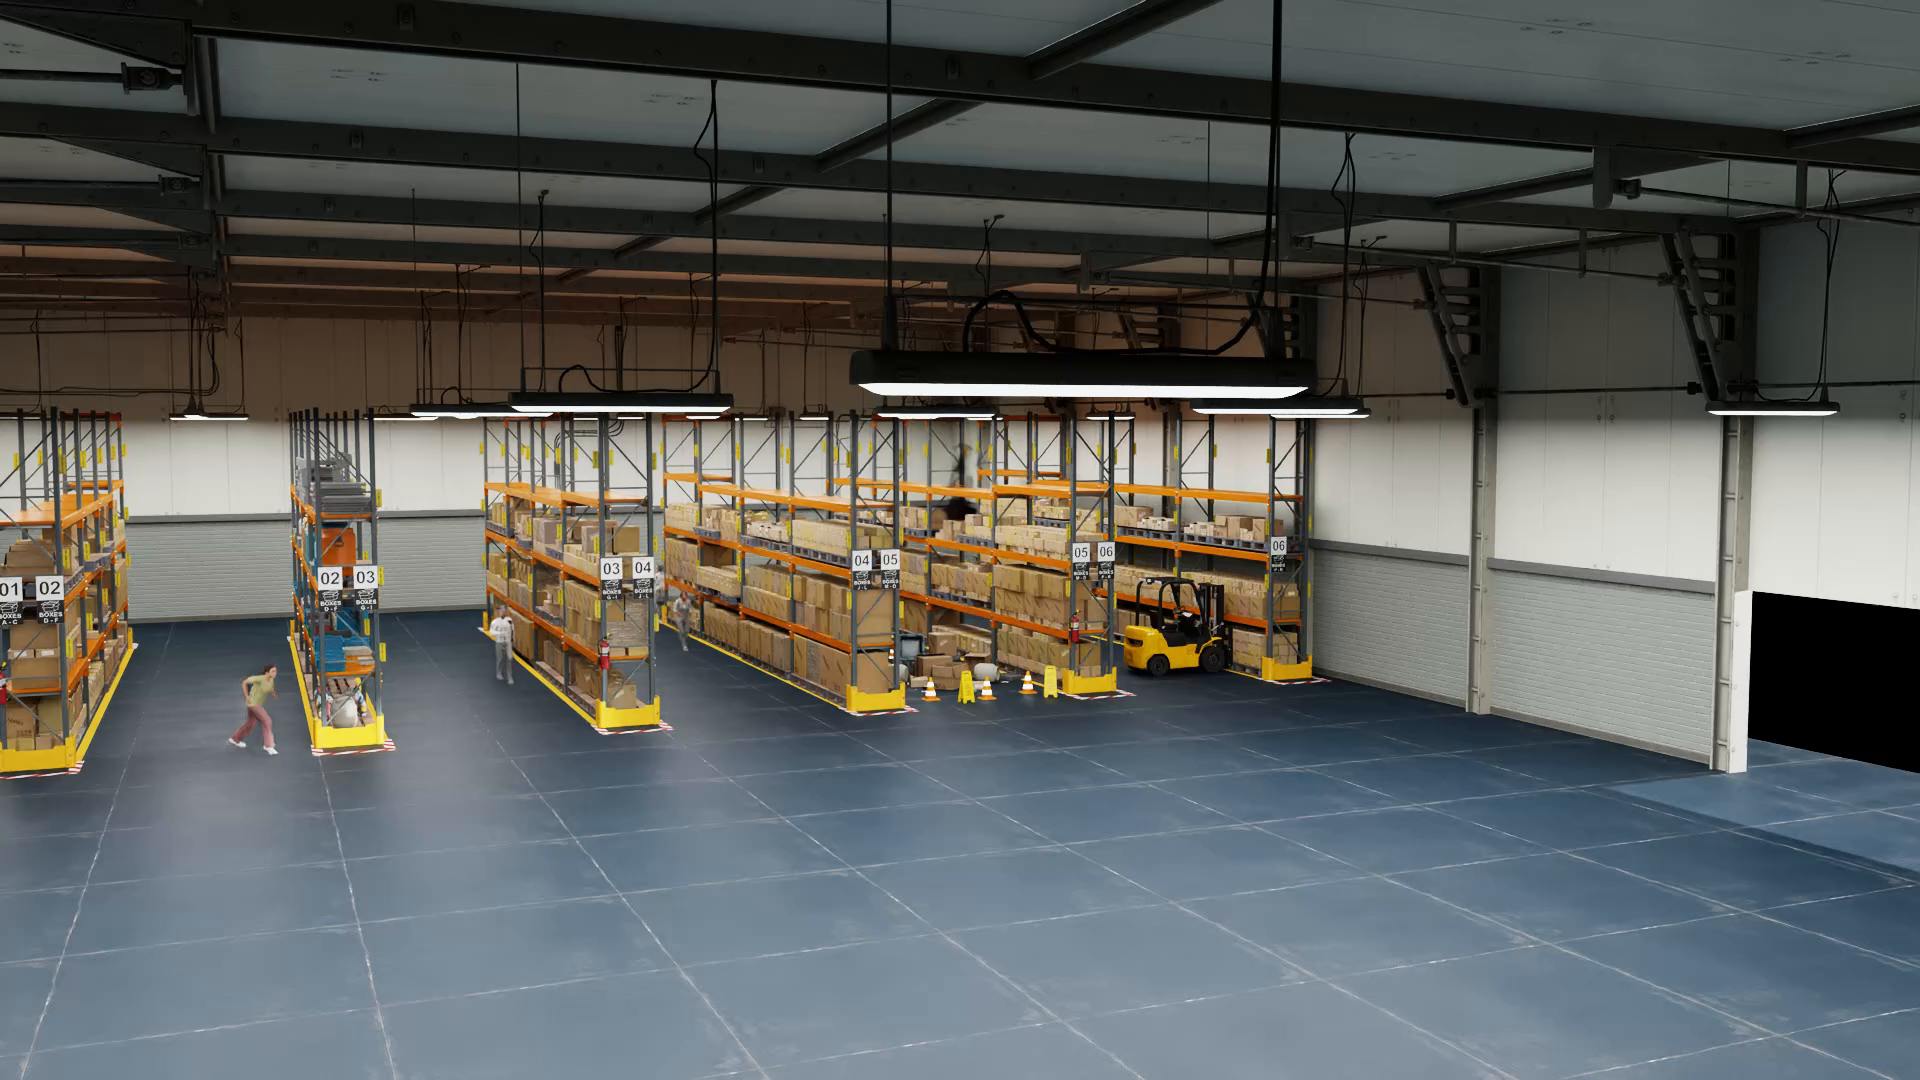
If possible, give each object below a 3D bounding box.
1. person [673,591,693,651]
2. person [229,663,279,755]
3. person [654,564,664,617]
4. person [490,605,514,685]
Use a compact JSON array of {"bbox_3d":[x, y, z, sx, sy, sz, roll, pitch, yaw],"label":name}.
[{"bbox_3d":[-7.004,2.025,42.057,0.506,1.539,0.688,-1,4,-18],"label":"person"},{"bbox_3d":[-12.275,2.932,28.849,0.959,1.626,0.619,1,4,14],"label":"person"},{"bbox_3d":[-8.885,1.495,48.691,0.513,1.627,0.663,-4,5,-43],"label":"person"},{"bbox_3d":[-10.097,2.301,36.725,0.597,1.746,0.769,-2,4,-27],"label":"person"}]
